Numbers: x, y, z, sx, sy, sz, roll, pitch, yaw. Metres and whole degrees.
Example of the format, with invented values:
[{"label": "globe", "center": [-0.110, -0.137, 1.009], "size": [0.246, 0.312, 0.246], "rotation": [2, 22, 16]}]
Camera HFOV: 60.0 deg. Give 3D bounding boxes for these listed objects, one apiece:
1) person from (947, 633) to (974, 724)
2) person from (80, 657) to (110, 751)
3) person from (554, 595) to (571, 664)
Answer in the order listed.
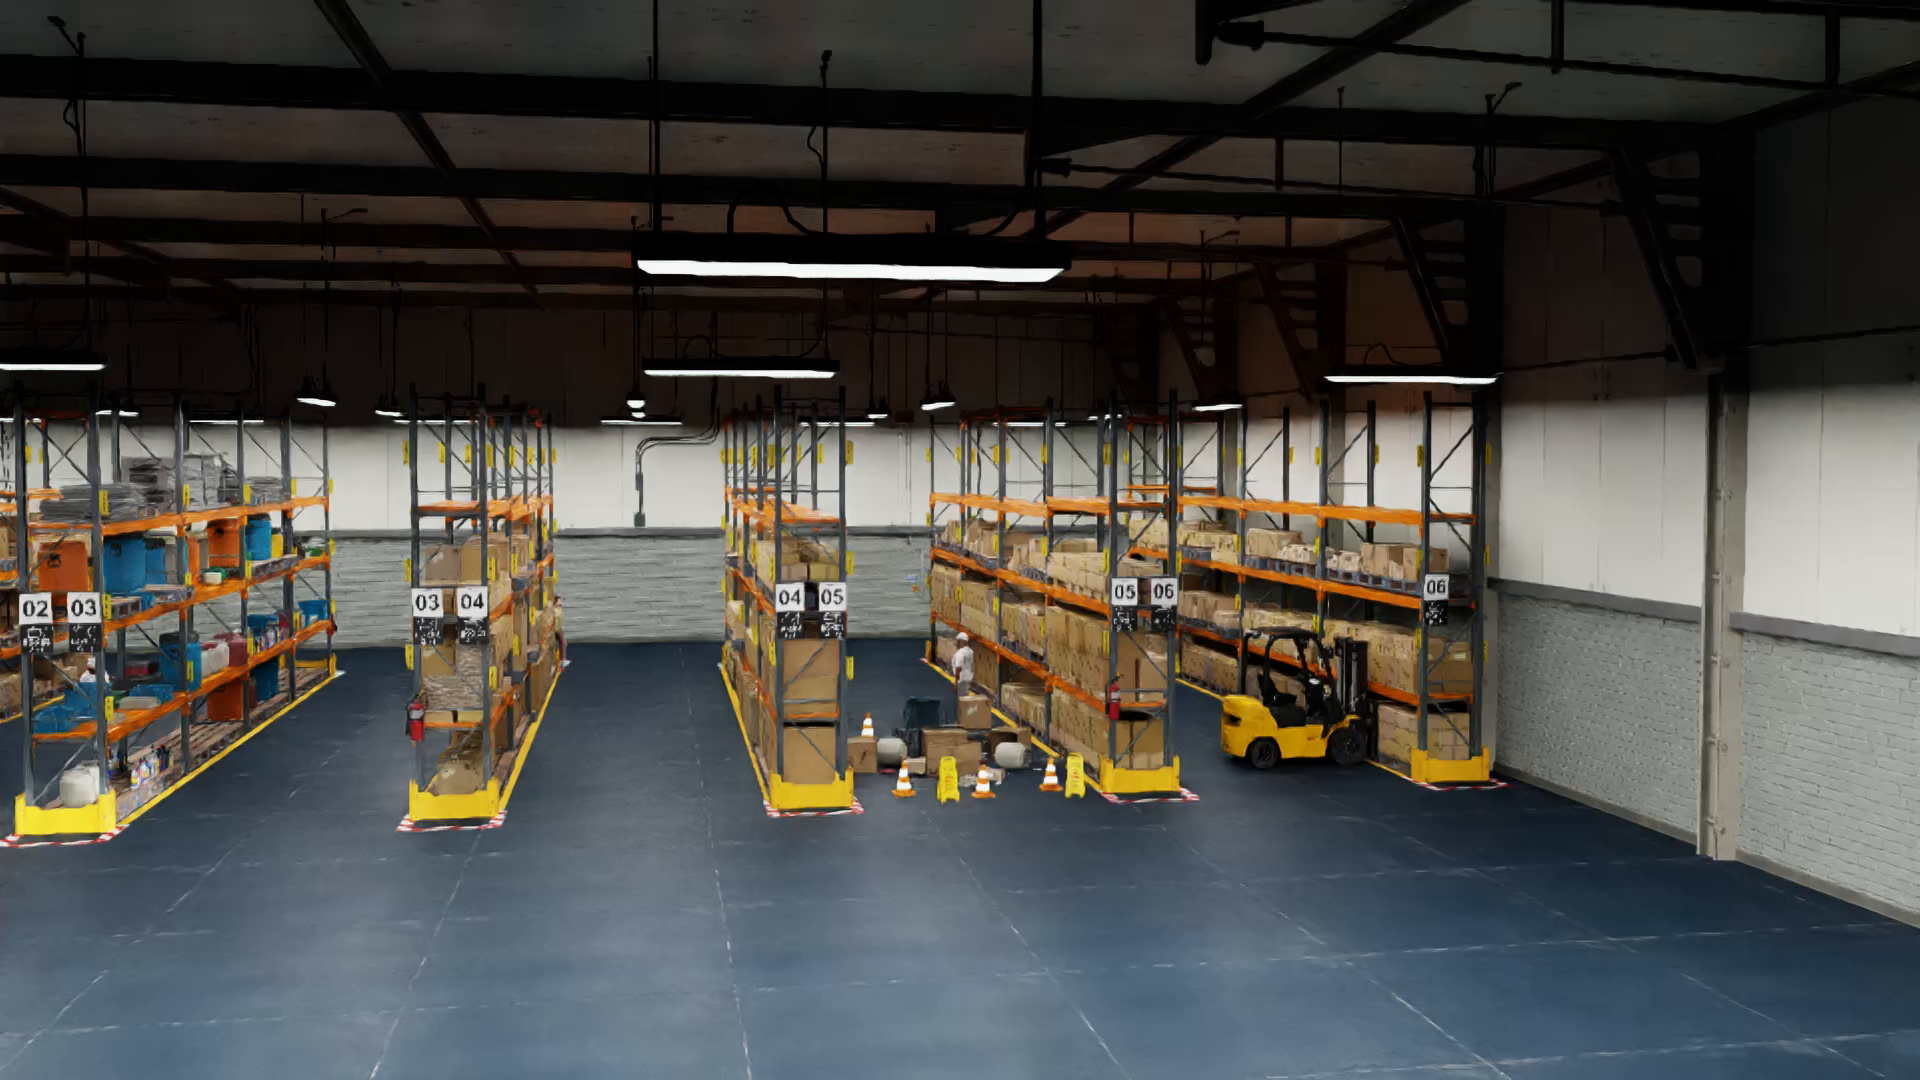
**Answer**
[{"label": "person", "center": [0.019, 2.567, 30.392], "size": [0.585, 1.763, 0.680], "rotation": [1, 3, 15]}, {"label": "person", "center": [-14.709, 2.763, 28.288], "size": [0.497, 1.583, 1.090], "rotation": [0, 3, -8]}, {"label": "person", "center": [-9.691, 2.150, 39.854], "size": [0.541, 1.659, 0.535], "rotation": [2, 3, 31]}]
